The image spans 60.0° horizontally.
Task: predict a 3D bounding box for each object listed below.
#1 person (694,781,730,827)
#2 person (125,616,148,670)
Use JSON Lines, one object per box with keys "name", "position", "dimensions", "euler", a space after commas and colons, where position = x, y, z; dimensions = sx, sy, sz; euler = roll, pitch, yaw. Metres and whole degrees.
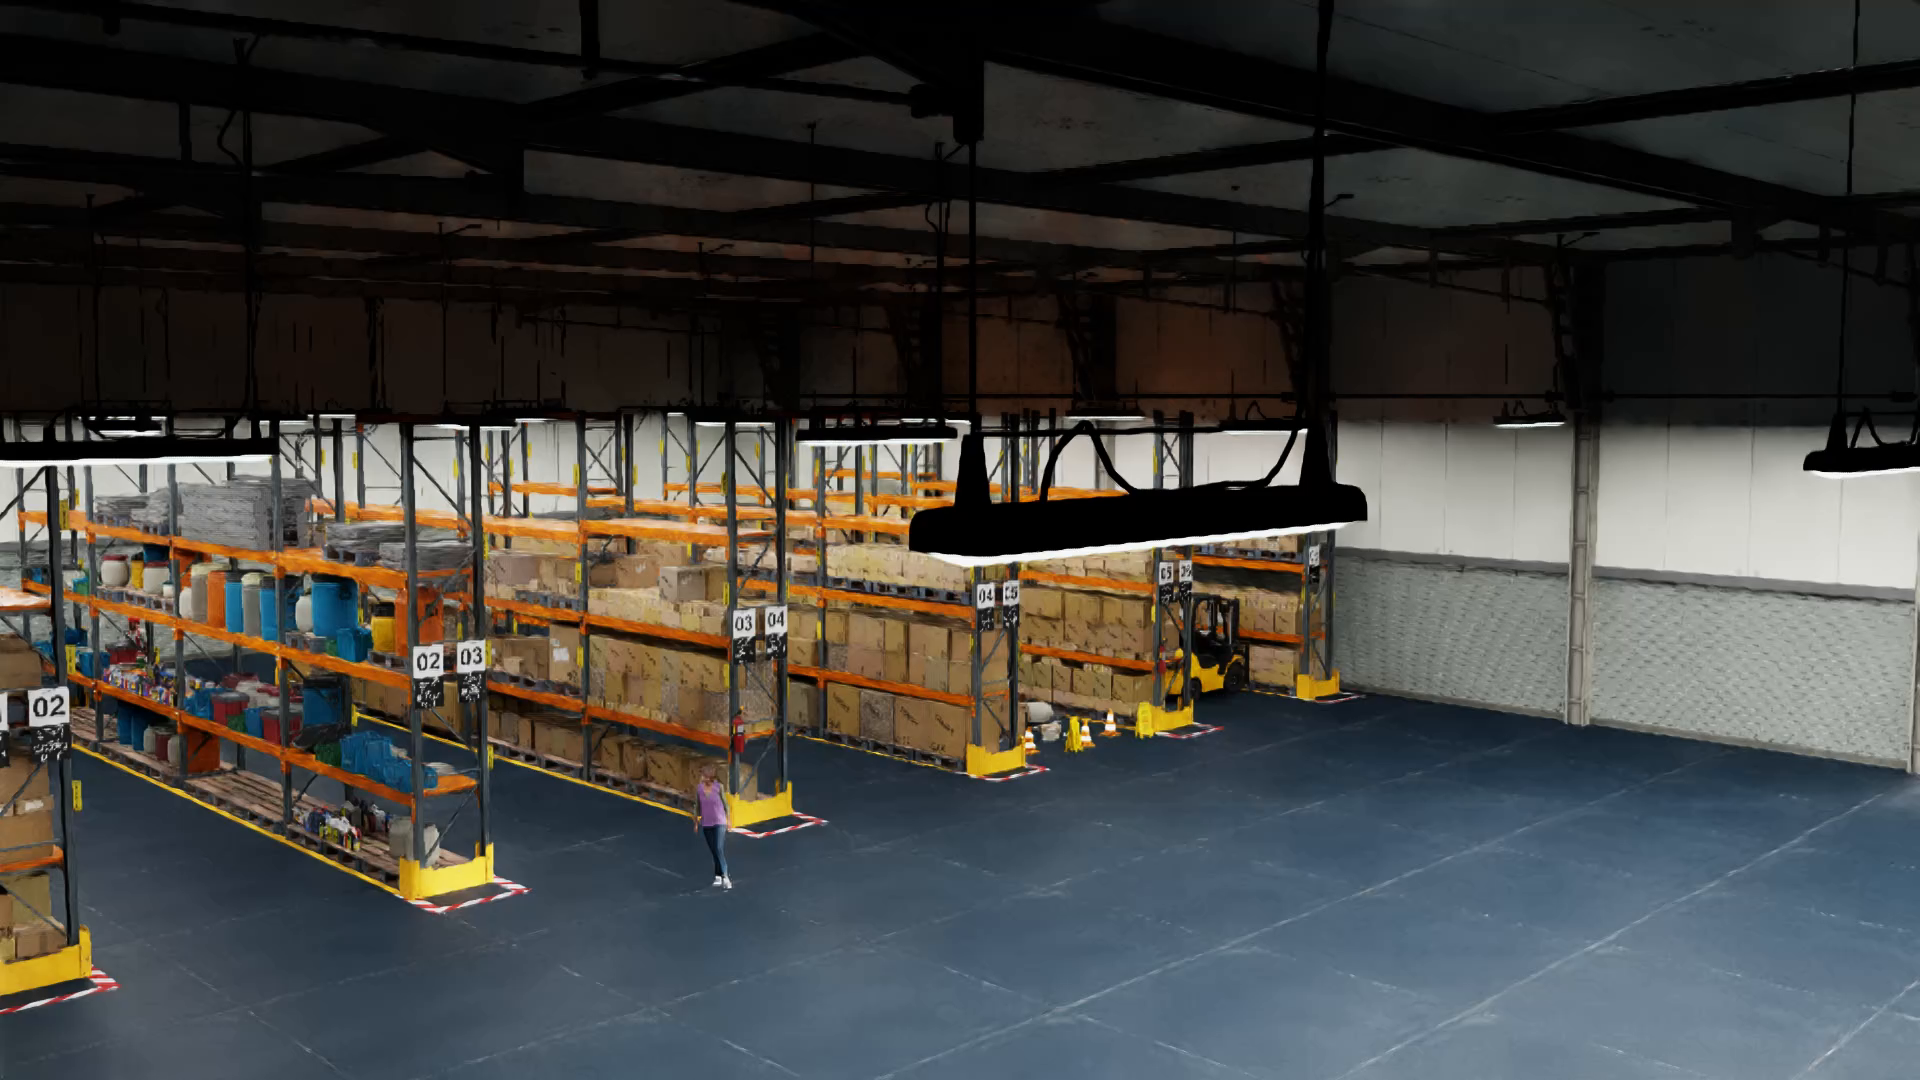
{"name": "person", "position": [-3.208, 3.389, 21.396], "dimensions": [0.438, 0.586, 0.344], "euler": [1, 5, 16]}
{"name": "person", "position": [-17.135, 2.406, 34.747], "dimensions": [0.632, 1.720, 0.520], "euler": [1, 5, 16]}
